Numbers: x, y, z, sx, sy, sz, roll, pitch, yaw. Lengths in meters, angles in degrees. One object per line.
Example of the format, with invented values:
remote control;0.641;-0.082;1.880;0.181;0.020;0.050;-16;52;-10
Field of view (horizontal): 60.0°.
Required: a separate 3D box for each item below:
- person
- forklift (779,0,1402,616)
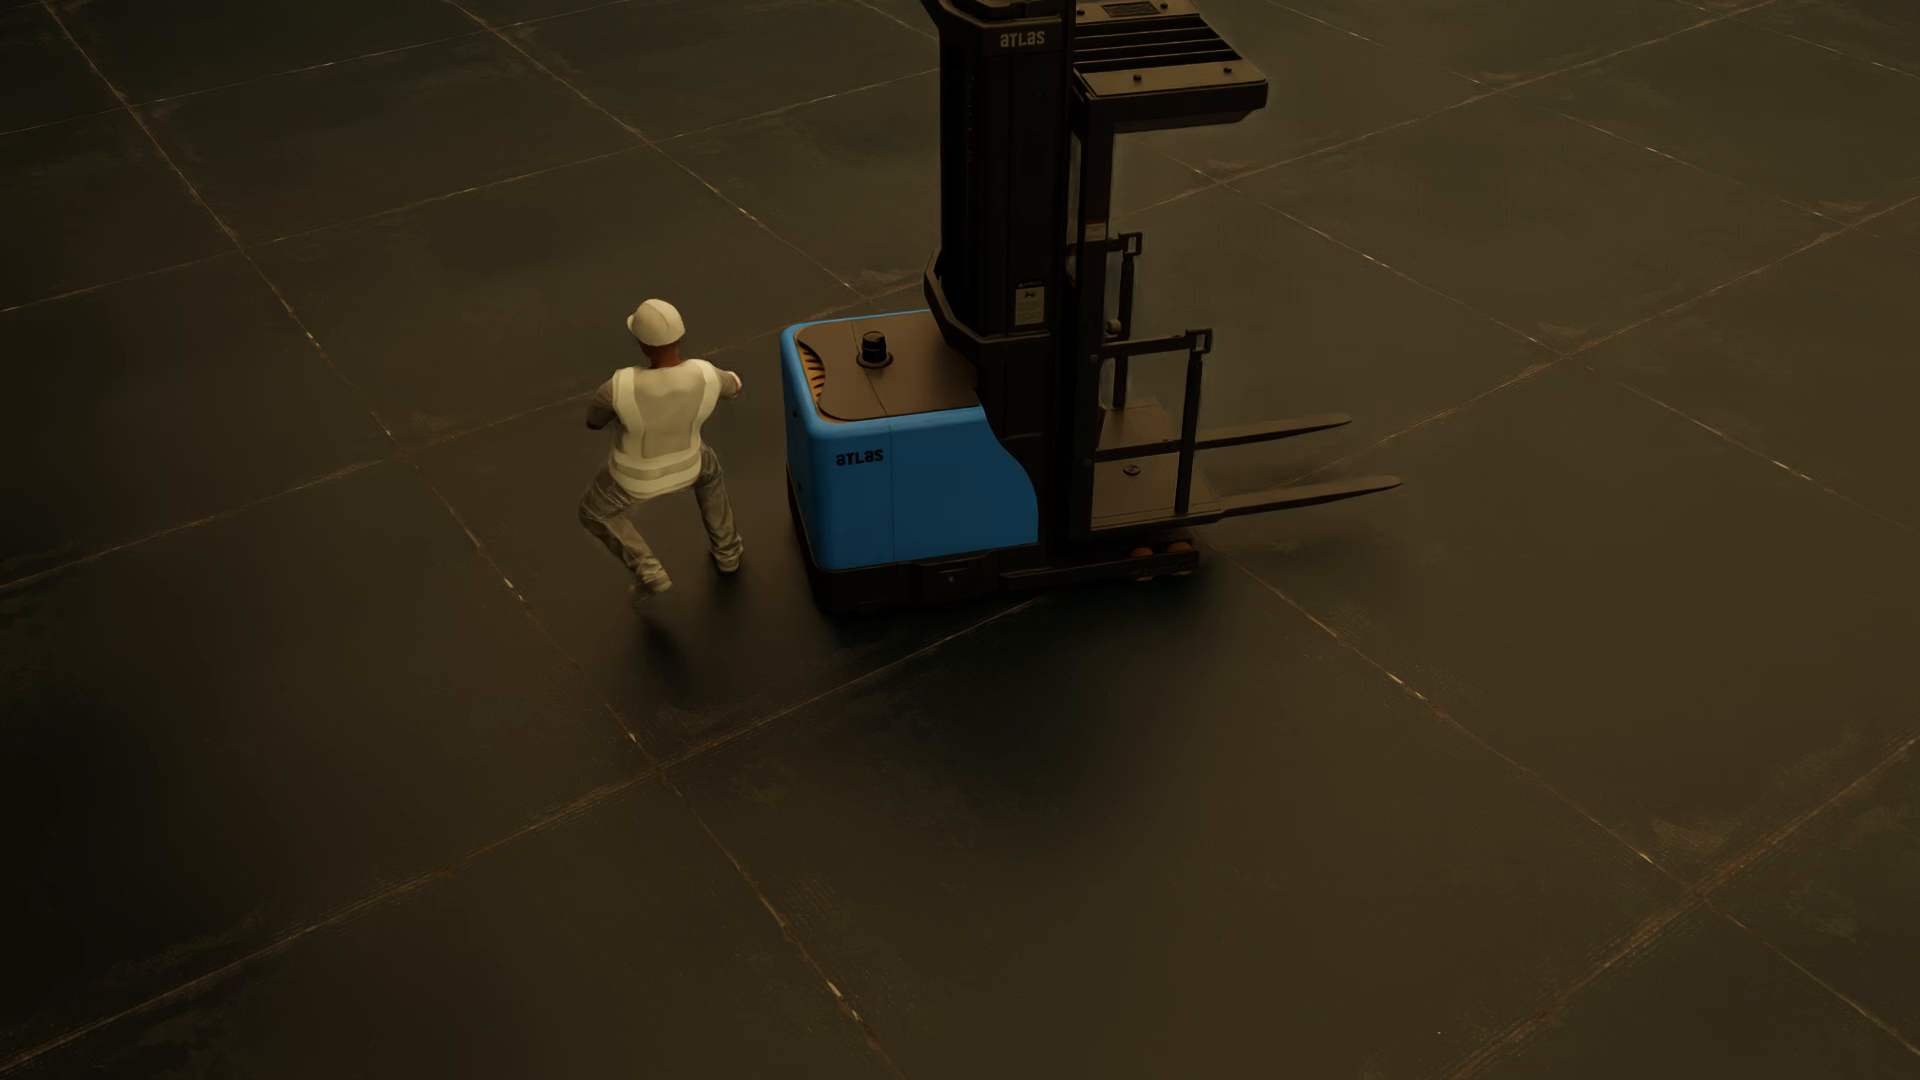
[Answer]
person;-1.319;-0.458;7.660;0.898;1.634;0.661;-21;41;-26
forklift;0.692;-1.275;7.669;3.031;2.935;1.130;-8;37;-11
